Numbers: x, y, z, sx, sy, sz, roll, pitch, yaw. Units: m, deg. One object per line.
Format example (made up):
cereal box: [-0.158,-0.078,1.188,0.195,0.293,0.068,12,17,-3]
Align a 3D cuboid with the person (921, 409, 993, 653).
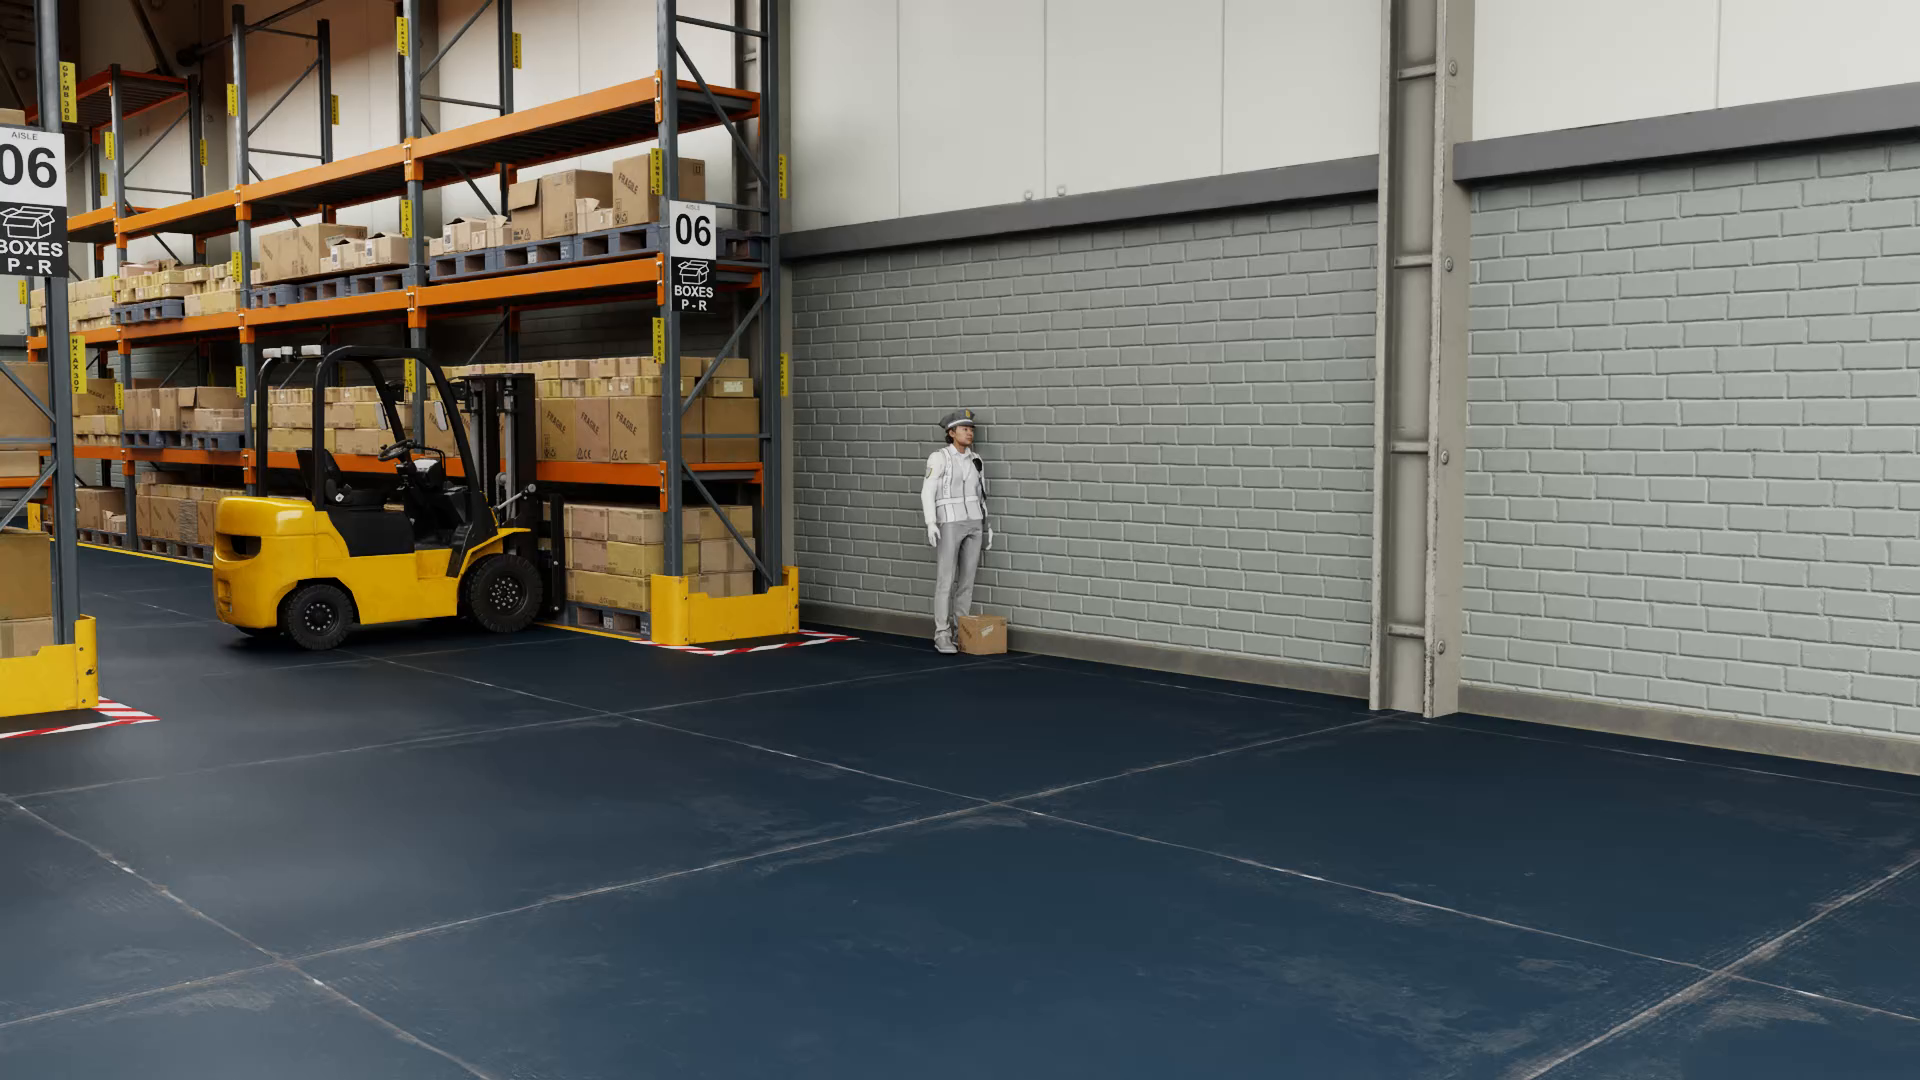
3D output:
person: [0.026,-0.078,11.781,0.587,1.696,0.534,-2,5,-31]
